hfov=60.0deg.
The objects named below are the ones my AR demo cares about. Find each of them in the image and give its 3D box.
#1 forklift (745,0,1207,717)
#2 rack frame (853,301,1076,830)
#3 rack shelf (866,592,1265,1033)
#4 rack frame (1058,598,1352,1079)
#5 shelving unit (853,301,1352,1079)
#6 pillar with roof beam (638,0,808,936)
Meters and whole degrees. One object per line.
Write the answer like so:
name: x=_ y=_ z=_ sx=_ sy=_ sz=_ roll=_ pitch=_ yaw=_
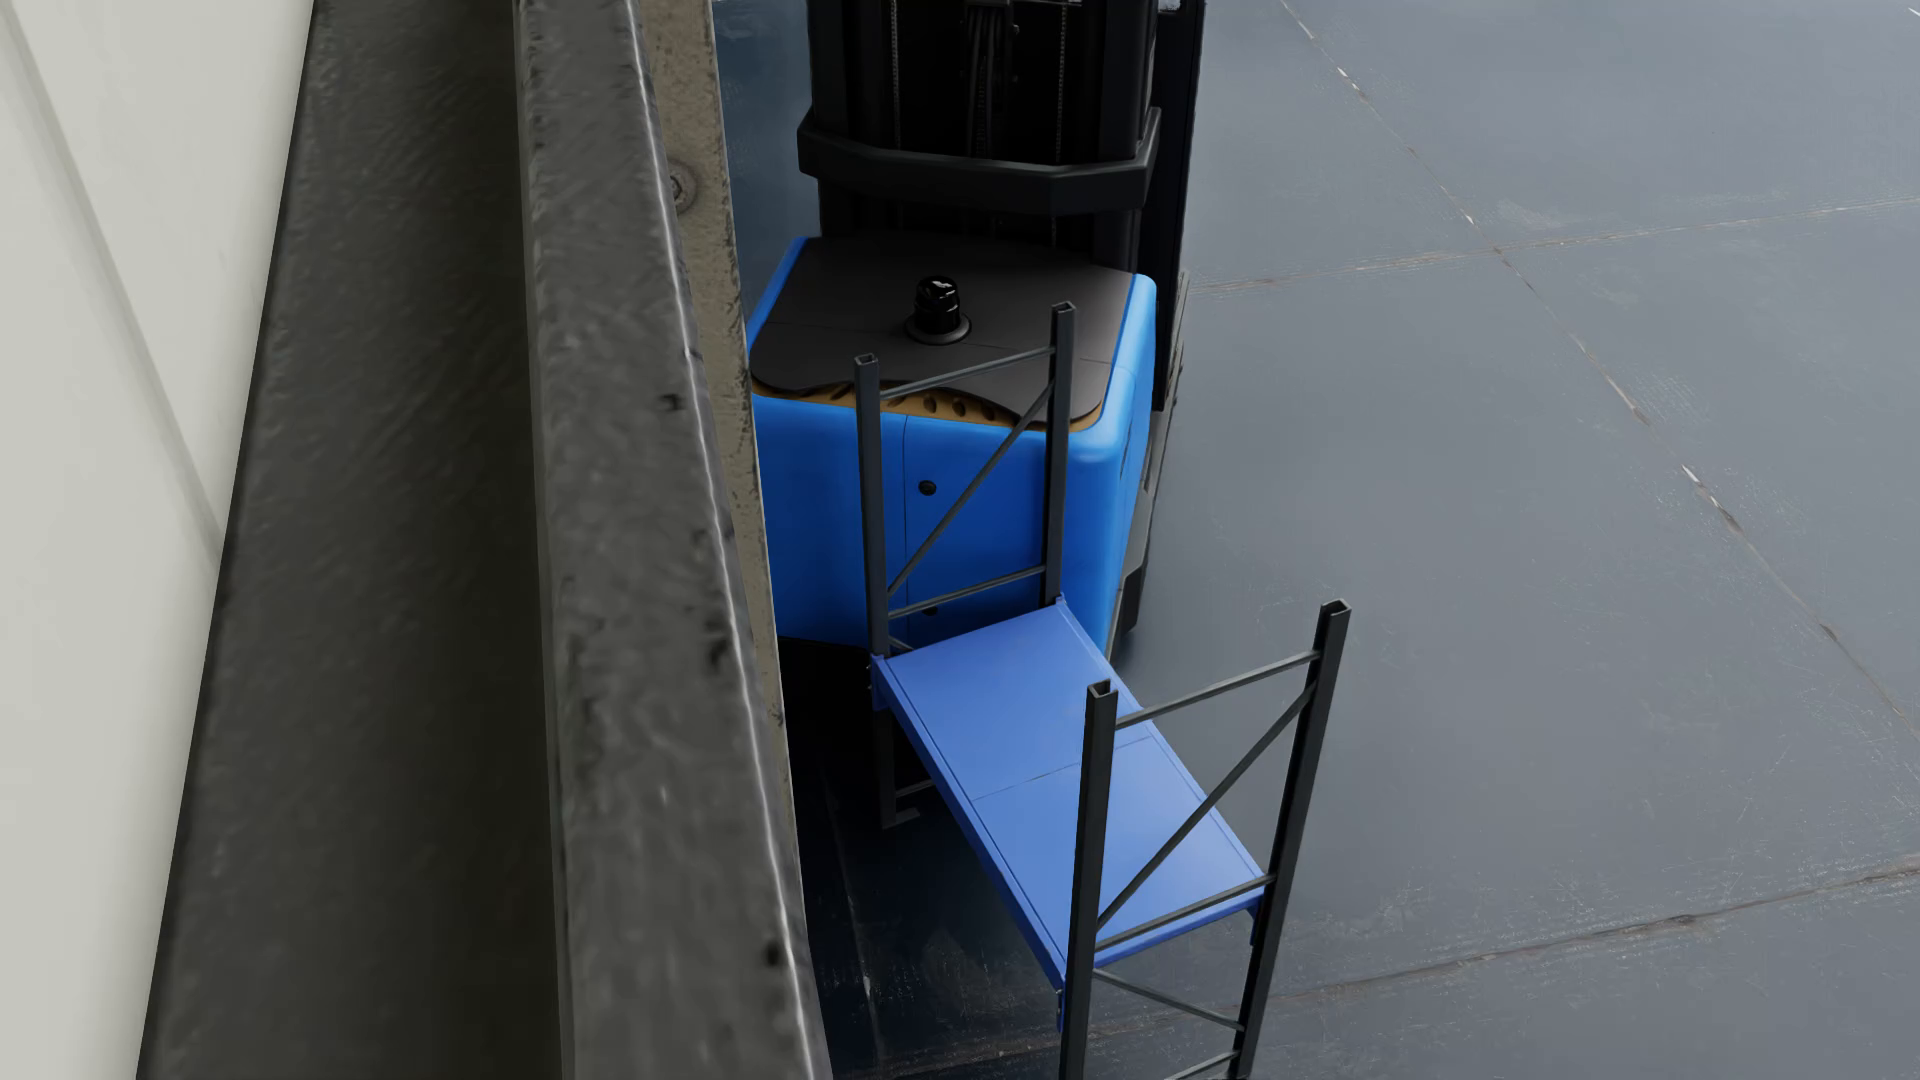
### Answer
forklift: x=0.172 y=-1.532 z=4.768 sx=1.130 sy=2.935 sz=3.031 roll=8 pitch=42 yaw=9
rack frame: x=0.014 y=0.127 z=3.978 sx=0.500 sy=1.500 sz=0.032 roll=-17 pitch=44 yaw=-18
rack shelf: x=0.228 y=0.567 z=3.752 sx=0.538 sy=0.185 sz=1.000 roll=-17 pitch=44 yaw=-18
rack frame: x=0.441 y=0.739 z=3.288 sx=0.500 sy=1.500 sz=0.032 roll=-17 pitch=44 yaw=-18
shelving unit: x=0.228 y=0.433 z=3.633 sx=0.538 sy=1.500 sz=1.048 roll=-17 pitch=44 yaw=-18
pillar with roof beam: x=3.726 y=-2.694 z=1.507 sx=9.100 sy=9.000 sz=0.400 roll=-8 pitch=42 yaw=-9
